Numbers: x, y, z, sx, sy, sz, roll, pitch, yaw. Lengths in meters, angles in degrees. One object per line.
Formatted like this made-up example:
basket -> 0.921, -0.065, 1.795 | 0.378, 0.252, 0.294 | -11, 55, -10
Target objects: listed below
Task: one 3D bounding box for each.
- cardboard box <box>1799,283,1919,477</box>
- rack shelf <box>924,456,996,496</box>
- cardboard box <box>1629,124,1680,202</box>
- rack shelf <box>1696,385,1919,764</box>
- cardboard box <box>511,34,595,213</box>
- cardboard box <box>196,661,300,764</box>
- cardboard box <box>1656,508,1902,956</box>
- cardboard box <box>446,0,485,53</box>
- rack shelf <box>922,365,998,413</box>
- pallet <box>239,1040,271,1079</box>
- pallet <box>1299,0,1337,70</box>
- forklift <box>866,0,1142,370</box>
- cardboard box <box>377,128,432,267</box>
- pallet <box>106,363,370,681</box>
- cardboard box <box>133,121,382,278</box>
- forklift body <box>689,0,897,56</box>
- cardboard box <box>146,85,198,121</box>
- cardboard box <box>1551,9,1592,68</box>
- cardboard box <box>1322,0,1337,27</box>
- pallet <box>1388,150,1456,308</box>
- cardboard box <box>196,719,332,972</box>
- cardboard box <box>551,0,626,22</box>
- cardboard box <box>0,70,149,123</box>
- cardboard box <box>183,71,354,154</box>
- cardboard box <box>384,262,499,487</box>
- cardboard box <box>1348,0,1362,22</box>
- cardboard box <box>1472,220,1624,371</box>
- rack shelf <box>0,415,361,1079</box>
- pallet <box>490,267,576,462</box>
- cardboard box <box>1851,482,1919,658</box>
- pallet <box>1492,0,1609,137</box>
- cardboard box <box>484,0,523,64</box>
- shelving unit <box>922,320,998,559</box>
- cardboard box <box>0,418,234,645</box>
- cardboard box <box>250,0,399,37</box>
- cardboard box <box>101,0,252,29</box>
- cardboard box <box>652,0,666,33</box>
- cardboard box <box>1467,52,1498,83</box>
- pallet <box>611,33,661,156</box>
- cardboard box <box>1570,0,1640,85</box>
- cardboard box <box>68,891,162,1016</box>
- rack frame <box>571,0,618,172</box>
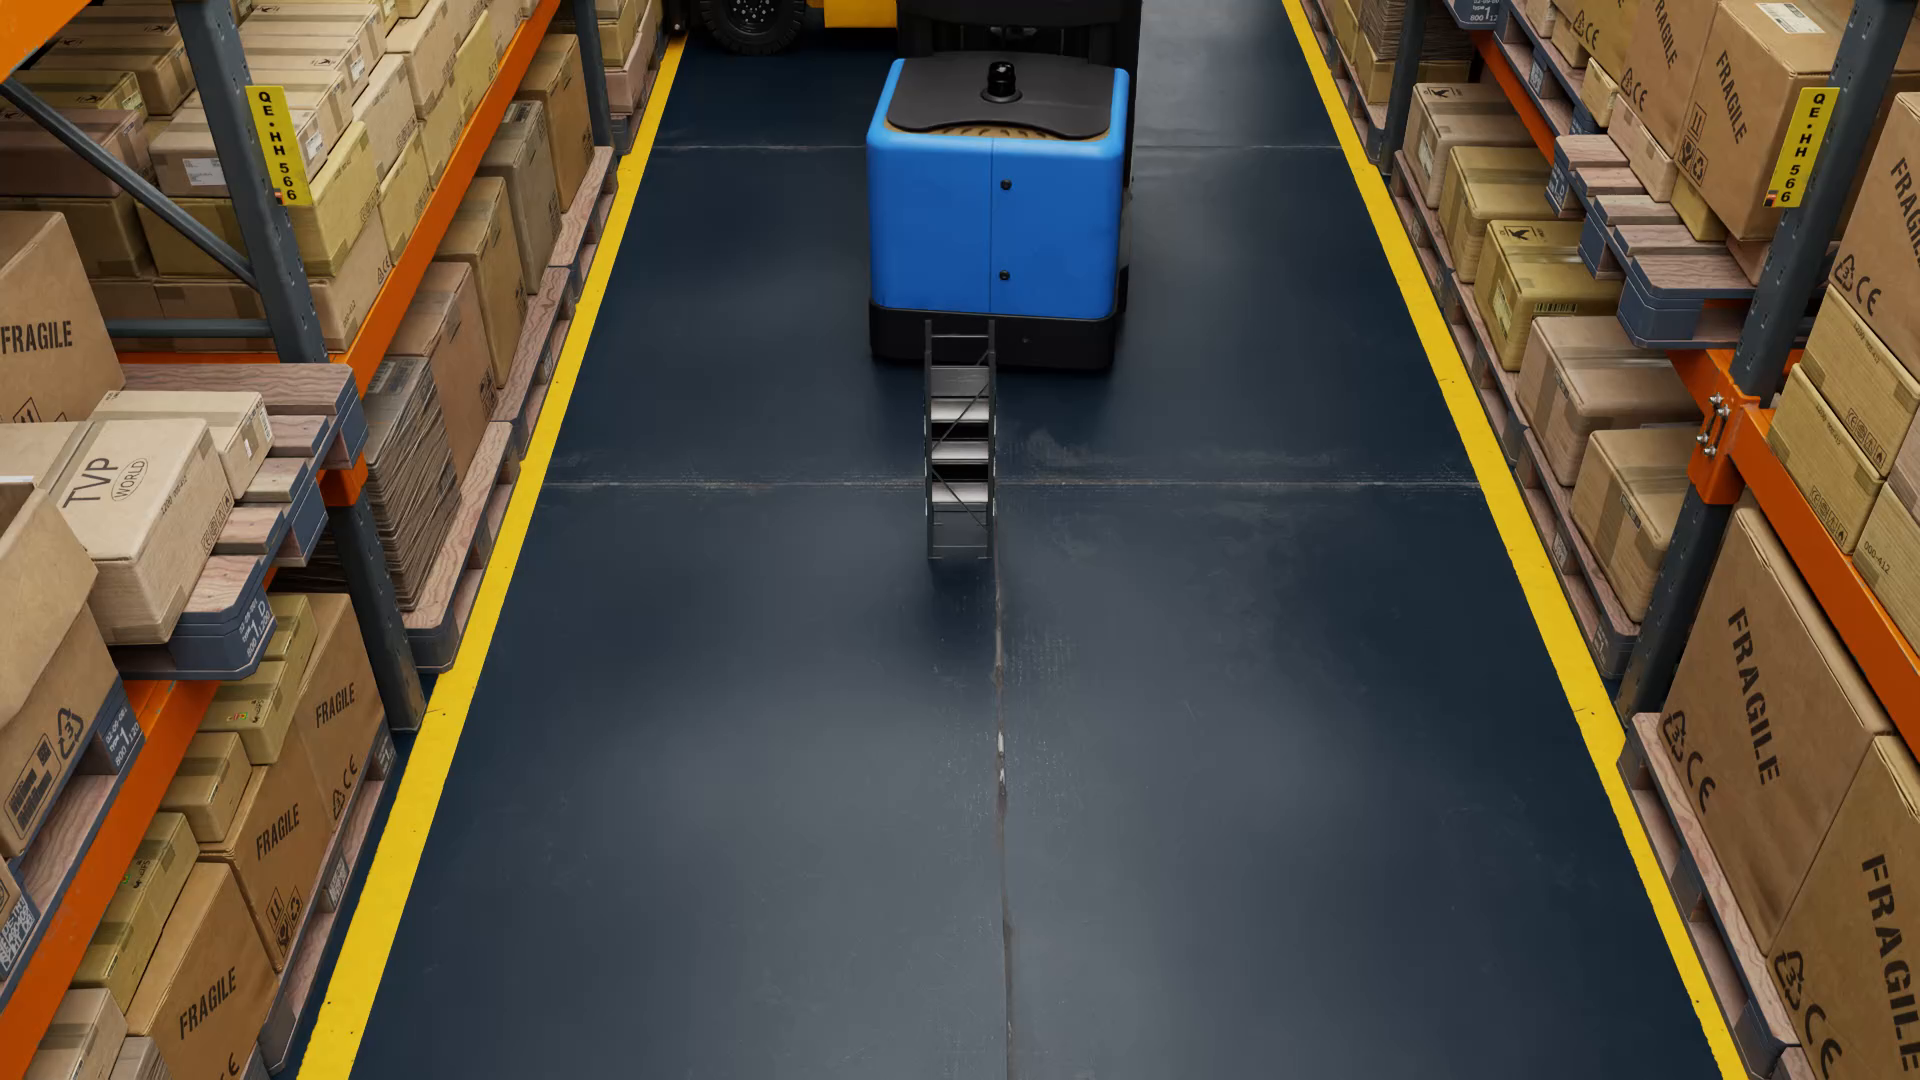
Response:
cardboard box -> 2.438, -0.400, 4.071 | 0.500, 0.250, 0.500 | 0, 39, 0
rack shelf -> 0.000, -0.250, 6.039 | 0.258, 0.077, 0.200 | 0, 39, 0
cardboard box -> 2.331, -1.176, 5.184 | 0.380, 0.149, 0.250 | 0, 39, 0
rack shelf -> 2.687, 0.951, 3.240 | 1.077, 0.370, 4.000 | 0, 39, 0
cardboard box -> -2.272, -1.987, 7.894 | 0.875, 0.625, 0.625 | 2, 39, 2
cardboard box -> -1.994, 0.463, 4.418 | 0.380, 0.149, 0.250 | -2, 39, -2
cardboard box -> 2.602, 0.517, 4.570 | 0.875, 0.875, 0.875 | 0, 39, 0
cardboard box -> -2.043, -1.949, 6.003 | 0.500, 0.250, 0.500 | 0, 39, 1
rack shelf -> 0.000, -0.531, 5.814 | 0.258, 0.077, 0.200 | 0, 39, 0
pallet -> -2.317, 1.741, 3.908 | 1.003, 0.211, 1.213 | 0, 39, 0
pallet -> 2.640, -3.179, 10.048 | 1.003, 0.211, 1.213 | 0, 39, 0
forklift -> 0.290, -2.777, 7.372 | 1.130, 2.935, 3.031 | 4, 39, 5
cardboard box -> -2.031, -1.108, 5.354 | 0.500, 0.250, 0.500 | -1, 39, -1
pallet -> -2.208, -0.076, 4.100 | 1.213, 0.211, 1.003 | 0, 39, 0
cardboard box -> -2.010, -0.989, 4.806 | 0.500, 0.250, 0.500 | 0, 39, 0
forklift body -> -0.462, -4.062, 9.599 | 2.313, 2.155, 1.214 | 0, 39, 0
cardboard box -> -2.560, -1.312, 5.208 | 0.500, 0.250, 0.500 | 0, 39, 0
cardboard box -> 2.368, -1.820, 5.988 | 0.380, 0.149, 0.250 | -1, 39, -1
cardboard box -> 2.404, -3.193, 9.699 | 0.500, 0.250, 0.500 | 1, 39, 1
pallet -> 2.683, -1.507, 7.962 | 1.003, 0.211, 1.213 | 0, 39, 0
cardboard box -> -2.073, 0.814, 4.498 | 0.500, 0.500, 0.500 | -1, 39, -1
cardboard box -> -1.970, -2.860, 8.483 | 0.500, 0.250, 0.500 | -1, 39, -1
cardboard box -> -2.594, -1.234, 4.792 | 0.380, 0.149, 0.250 | 1, 39, 1
cardboard box -> -1.986, -1.233, 4.792 | 0.380, 0.149, 0.250 | 1, 39, 1
cardboard box -> -2.275, -0.611, 6.176 | 0.875, 0.625, 0.625 | 1, 39, 1
cardboard box -> 2.409, -3.153, 9.050 | 0.500, 0.500, 0.500 | 1, 39, 1
cardboard box -> 2.690, -1.008, 6.875 | 0.950, 0.372, 0.625 | 1, 39, 1
rack shelf -> -2.277, 0.957, 3.233 | 1.077, 0.370, 4.000 | 0, 39, 0
pallet -> -2.239, -0.762, 7.033 | 1.003, 0.211, 1.213 | 0, 39, 0
cardboard box -> 2.452, 0.105, 3.840 | 0.500, 0.250, 0.500 | -1, 39, -1
pallet -> 2.642, -1.744, 6.180 | 1.003, 0.211, 1.213 | 0, 39, 0
cardboard box -> -2.045, -2.078, 6.564 | 0.500, 0.250, 0.500 | 0, 39, 0
shelving unit -> 0.000, -0.346, 5.962 | 0.258, 0.900, 0.210 | 0, 39, 0
cardboard box -> -1.954, -0.020, 3.661 | 0.500, 0.250, 0.500 | -2, 39, -2
cardboard box -> -2.055, -1.715, 5.392 | 0.380, 0.149, 0.250 | 0, 39, 0
cardboard box -> -2.526, -1.713, 5.390 | 0.380, 0.149, 0.250 | 0, 39, 0
cardboard box -> -1.985, -3.109, 9.593 | 0.500, 0.250, 0.500 | 1, 39, 1
cardboard box -> 2.949, -2.542, 8.886 | 0.500, 0.250, 0.500 | -2, 39, -2
pallet -> -2.243, -2.485, 9.182 | 1.003, 0.211, 1.213 | 0, 39, 0
cardboard box -> 2.393, -1.823, 5.472 | 0.500, 0.500, 0.500 | -3, 39, -3
cardboard box -> -2.082, 0.949, 3.812 | 0.380, 0.149, 0.250 | -1, 39, -1
rack frame -> -2.284, -3.076, 7.690 | 1.000, 3.000, 0.127 | 0, 39, 0
